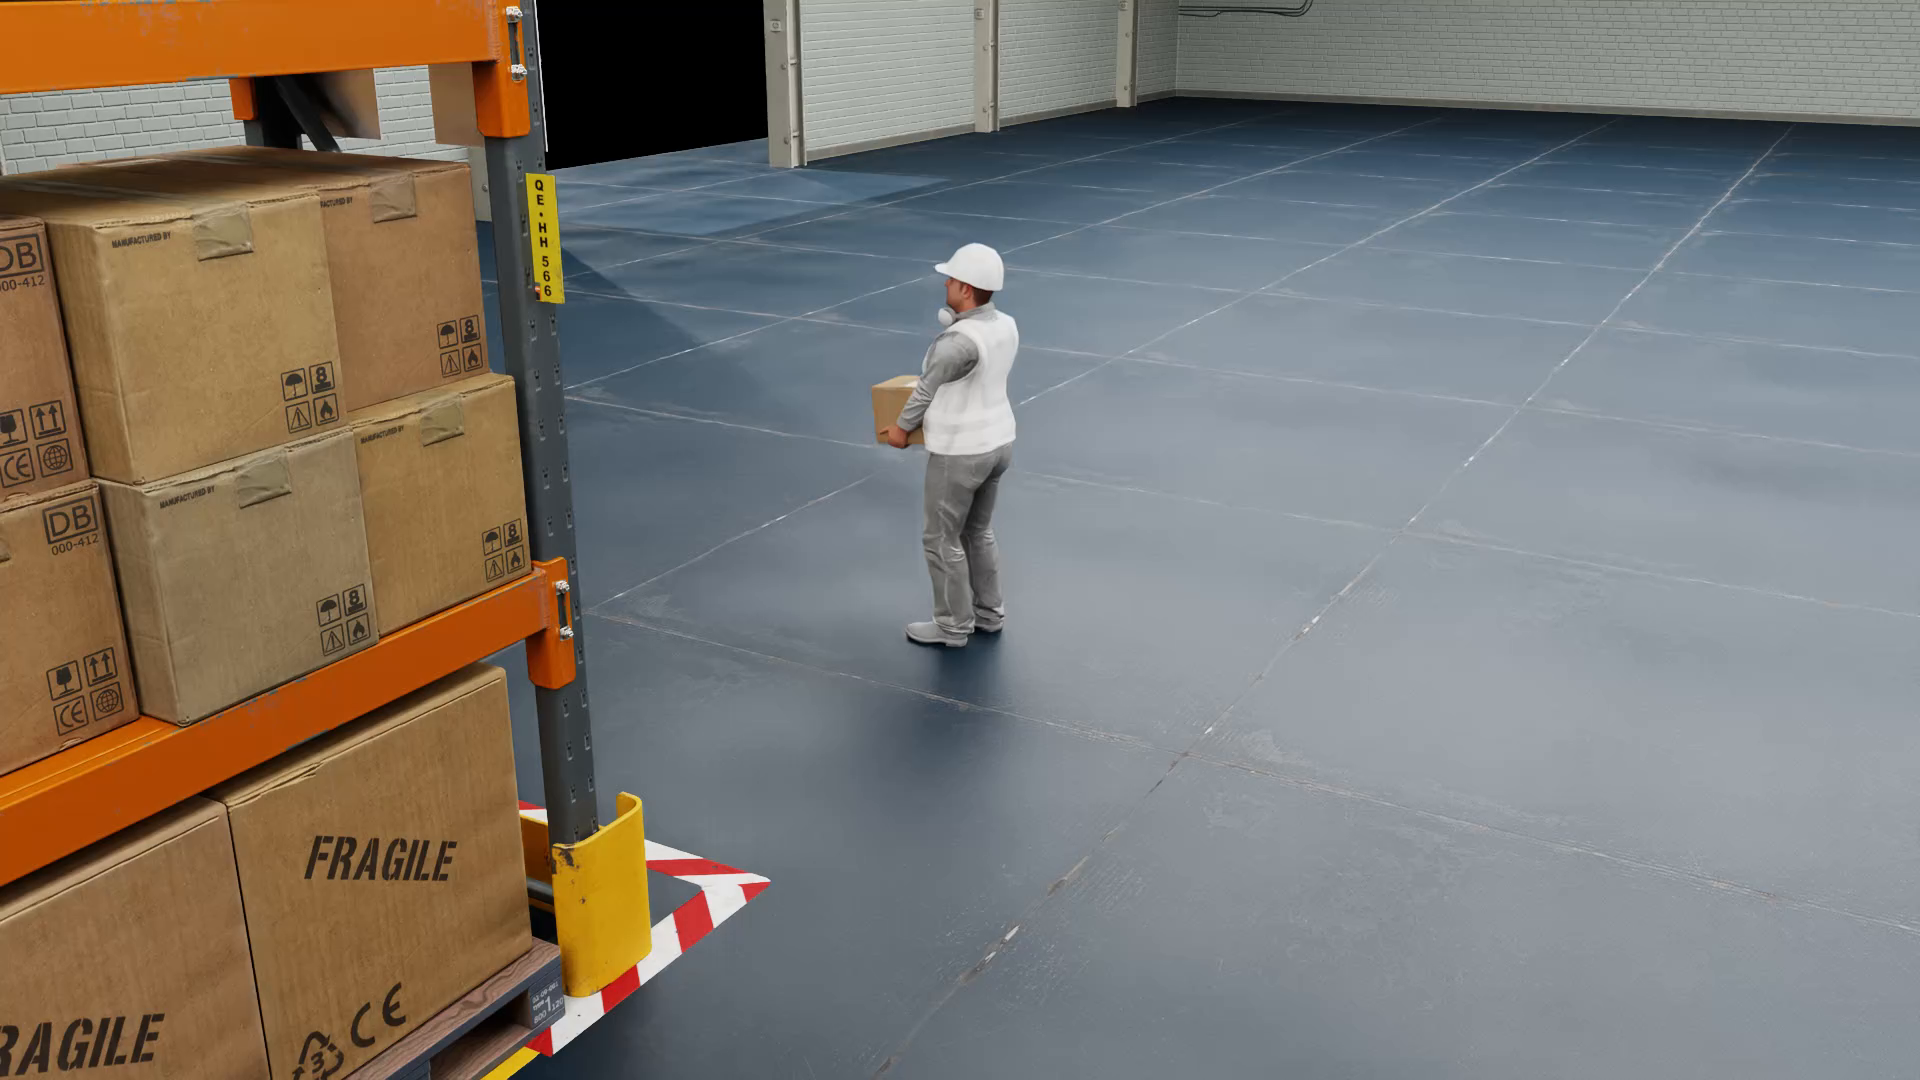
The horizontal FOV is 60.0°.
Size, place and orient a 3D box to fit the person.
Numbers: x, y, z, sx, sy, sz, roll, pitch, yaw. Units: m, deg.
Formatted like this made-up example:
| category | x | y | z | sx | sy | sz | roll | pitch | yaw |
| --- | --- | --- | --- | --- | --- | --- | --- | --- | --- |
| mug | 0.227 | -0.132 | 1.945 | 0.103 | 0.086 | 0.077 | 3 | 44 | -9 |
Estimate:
| category | x | y | z | sx | sy | sz | roll | pitch | yaw |
| --- | --- | --- | --- | --- | --- | --- | --- | --- | --- |
| person | -0.059 | -0.410 | 7.212 | 0.553 | 1.767 | 0.494 | 11 | 22 | 28 |
